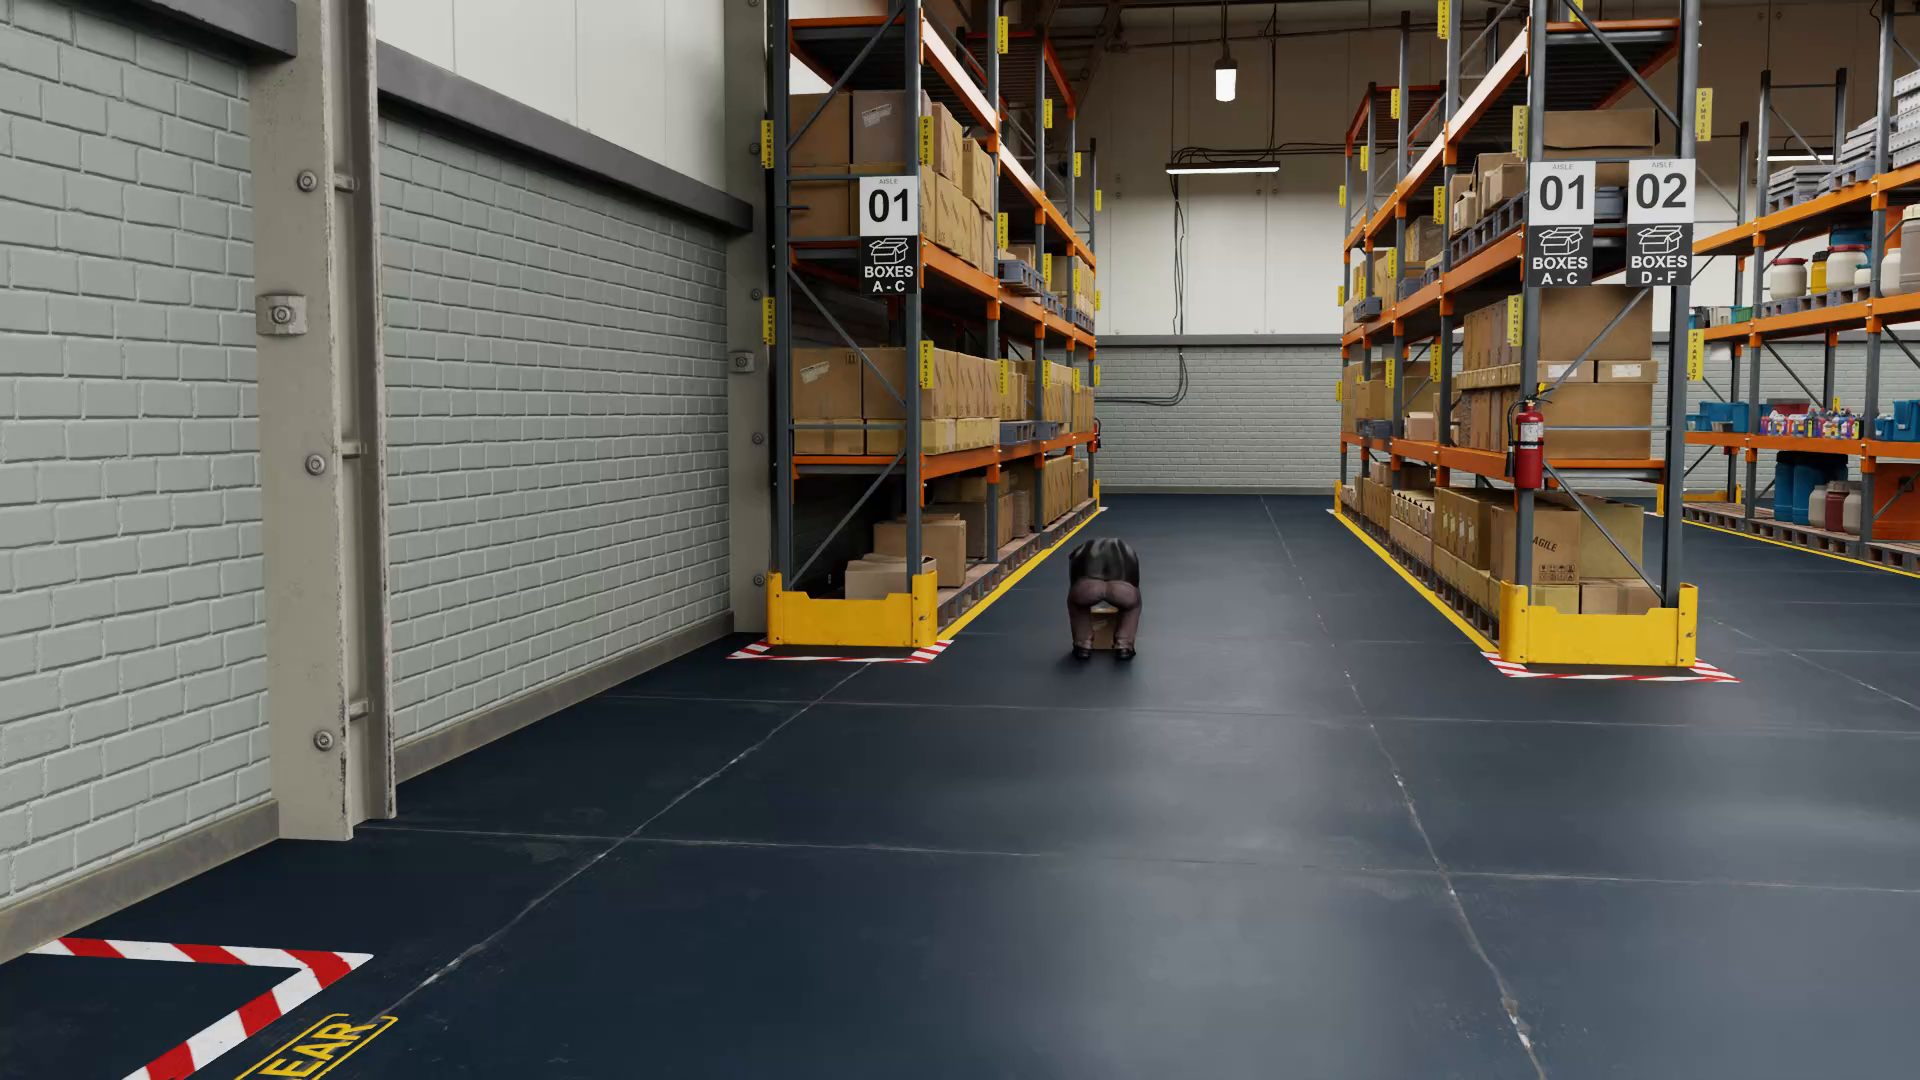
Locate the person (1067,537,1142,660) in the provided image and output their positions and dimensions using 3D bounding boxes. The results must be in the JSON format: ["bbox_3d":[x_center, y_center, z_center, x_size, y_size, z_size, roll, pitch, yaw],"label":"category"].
[{"bbox_3d":[0.964,0.382,11.105,0.505,0.794,0.943,1,4,7],"label":"person"}]
